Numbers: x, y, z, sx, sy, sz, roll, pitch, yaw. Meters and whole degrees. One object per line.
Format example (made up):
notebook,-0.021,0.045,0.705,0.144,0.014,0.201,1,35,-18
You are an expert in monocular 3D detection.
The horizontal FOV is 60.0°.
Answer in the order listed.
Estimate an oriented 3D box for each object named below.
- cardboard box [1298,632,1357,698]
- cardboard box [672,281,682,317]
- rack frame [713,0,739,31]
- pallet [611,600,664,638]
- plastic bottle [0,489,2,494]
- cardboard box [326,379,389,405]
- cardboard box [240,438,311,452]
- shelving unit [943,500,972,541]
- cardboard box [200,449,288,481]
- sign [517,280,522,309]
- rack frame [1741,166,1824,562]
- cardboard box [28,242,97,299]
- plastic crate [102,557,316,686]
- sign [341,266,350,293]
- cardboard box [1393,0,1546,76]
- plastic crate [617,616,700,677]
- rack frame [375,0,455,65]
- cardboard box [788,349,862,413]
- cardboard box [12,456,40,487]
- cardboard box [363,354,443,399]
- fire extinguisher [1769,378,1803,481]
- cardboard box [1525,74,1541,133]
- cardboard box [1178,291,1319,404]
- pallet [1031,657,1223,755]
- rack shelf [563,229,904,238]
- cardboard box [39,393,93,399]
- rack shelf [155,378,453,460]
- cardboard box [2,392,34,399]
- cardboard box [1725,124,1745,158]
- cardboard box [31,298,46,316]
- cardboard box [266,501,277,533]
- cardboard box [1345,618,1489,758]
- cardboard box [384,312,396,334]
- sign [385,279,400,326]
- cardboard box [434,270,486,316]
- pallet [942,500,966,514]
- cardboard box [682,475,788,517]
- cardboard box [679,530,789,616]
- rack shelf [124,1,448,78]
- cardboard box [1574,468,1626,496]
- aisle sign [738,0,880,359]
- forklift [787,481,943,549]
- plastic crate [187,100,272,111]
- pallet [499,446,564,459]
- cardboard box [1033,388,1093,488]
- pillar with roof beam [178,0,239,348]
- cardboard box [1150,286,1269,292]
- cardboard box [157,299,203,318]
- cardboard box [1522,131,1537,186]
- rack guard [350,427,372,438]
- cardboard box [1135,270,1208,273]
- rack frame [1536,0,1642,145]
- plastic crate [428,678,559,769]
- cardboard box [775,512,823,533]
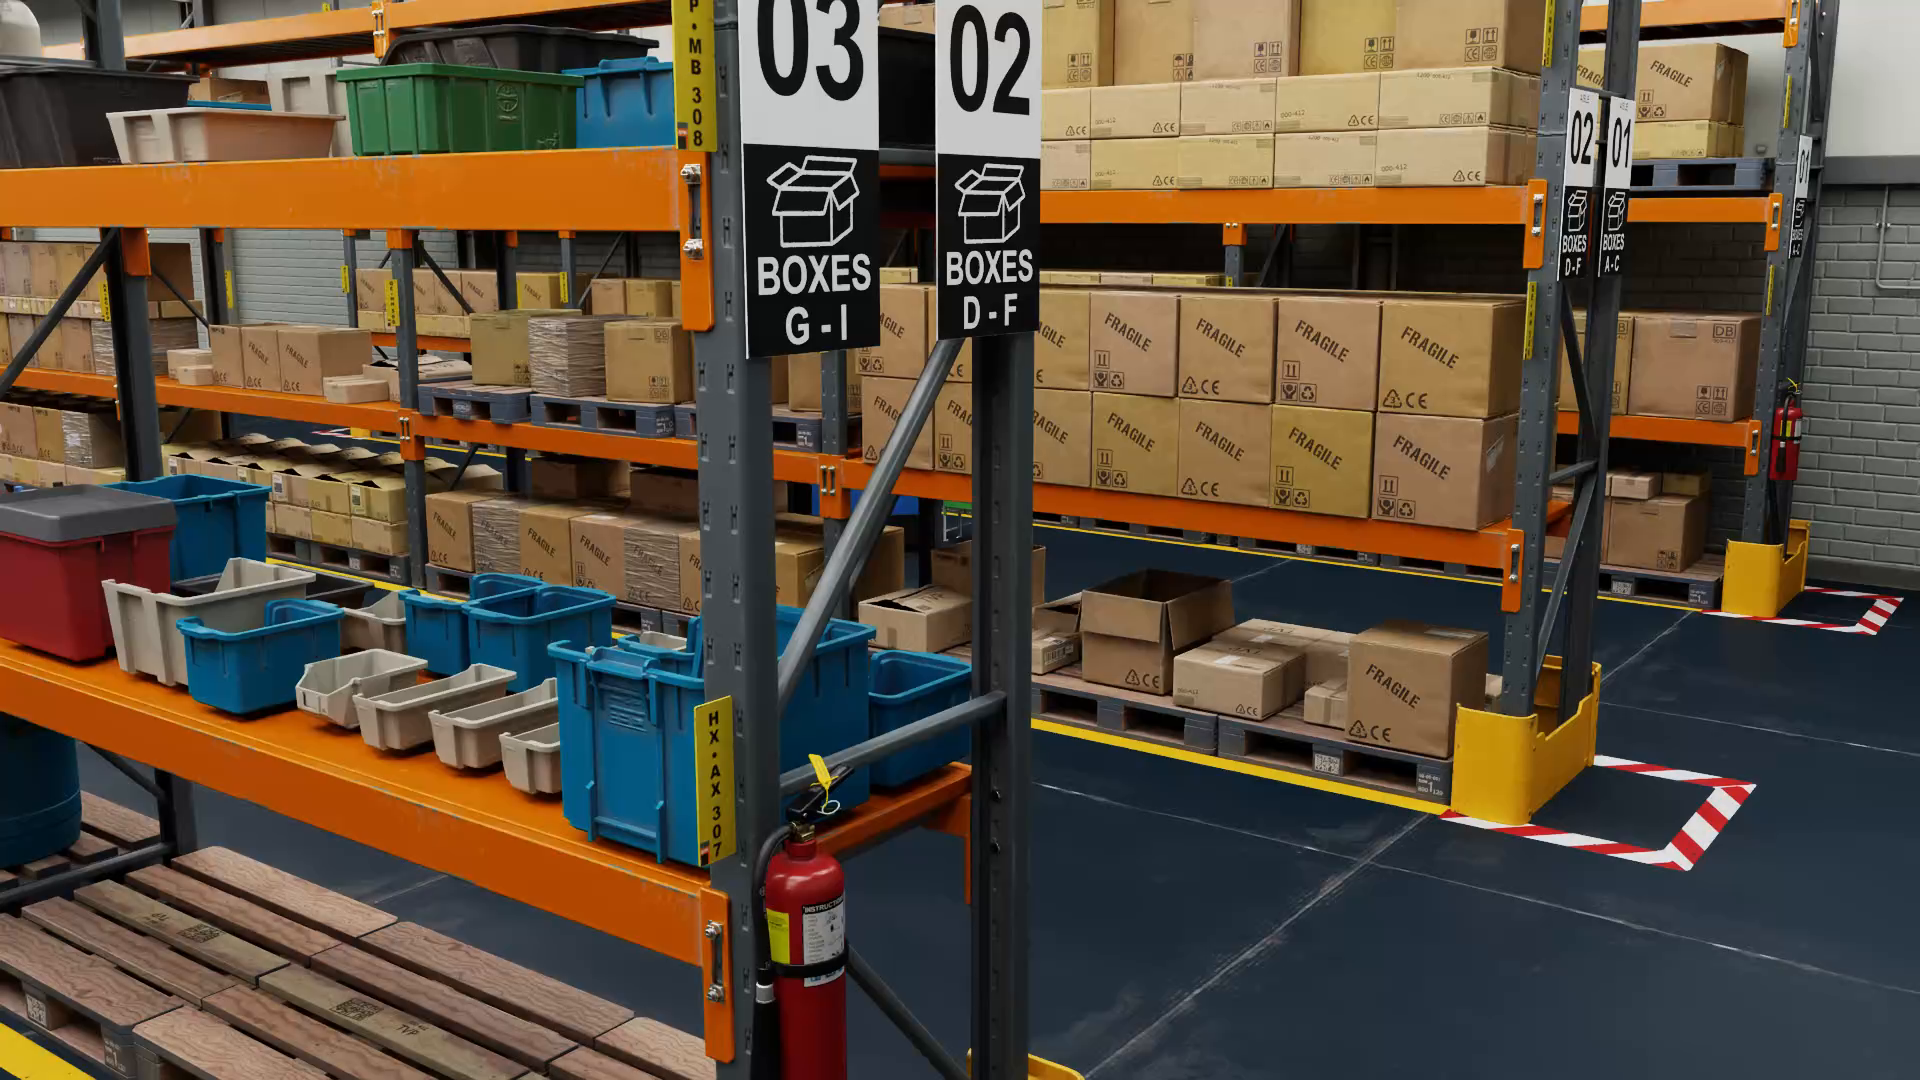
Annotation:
cardboard box,2.095,0.682,8.686,0.500,0.250,0.500,8,13,36
cardboard box,-2.589,-2.468,17.469,0.500,0.500,0.700,10,15,43
rack frame,-0.167,-2.478,3.148,0.127,3.000,1.000,8,13,36
pallet,-2.121,0.406,11.376,1.213,0.211,1.003,8,13,36
plastic bottle,-4.149,-0.132,7.120,0.133,0.283,0.061,8,13,36
cardboard box,-4.568,-1.126,12.612,0.250,0.149,0.380,8,13,36
cardboard box,-5.984,-0.712,14.471,0.500,0.311,0.500,8,14,37
shelving unit,0.133,-0.570,13.820,0.503,1.200,0.258,8,13,36
cardboard box,-5.900,-0.572,13.745,0.500,0.311,0.500,7,13,34
sign,-3.366,-1.804,12.617,0.005,0.325,0.100,8,13,36
rack frame,5.698,-1.050,11.558,0.127,3.000,1.000,8,13,36
cardboard box,-8.076,-2.488,15.313,0.500,0.500,0.700,8,13,36
plastic crate,-2.269,0.246,5.015,0.530,0.282,0.437,8,13,36
sign,-7.520,-3.190,20.344,0.005,0.325,0.100,8,13,36
cardboard box,2.345,-2.359,7.532,0.500,0.500,0.700,8,13,36
plastic crate,-0.701,0.368,4.515,0.300,0.233,0.416,8,13,36
rack frame,-3.680,-4.136,11.715,0.127,3.000,1.000,8,13,36
cardboard box,-0.705,-1.083,10.363,0.500,0.500,0.700,3,11,16
cardboard box,-8.619,-0.683,15.794,0.500,0.250,0.500,8,13,36
cardboard box,-4.286,-1.277,12.966,0.500,0.311,0.500,8,13,35
fire extinguisher,5.546,-0.741,11.147,0.183,0.674,0.296,8,13,36
cardboard box,2.508,-2.033,7.822,0.500,0.250,0.500,8,13,36
cardboard box,1.419,-0.953,8.162,0.500,0.500,0.500,8,14,37
pallet,1.085,0.843,9.116,1.213,0.211,1.003,8,13,36
rack shelf,-2.362,-3.293,17.152,4.000,0.370,1.077,8,13,36
cardboard box,-8.705,-1.189,16.438,0.500,0.500,0.500,8,13,36
rack shelf,-5.292,-1.062,13.515,4.000,0.370,1.077,8,13,36
cardboard box,-9.423,-1.164,16.307,0.500,0.500,0.500,8,13,36
cardboard box,5.254,-2.823,11.856,0.500,0.250,0.500,9,14,38
cardboard box,-8.272,-2.148,15.265,0.250,0.149,0.380,8,14,37
cardboard box,-5.485,-0.240,13.506,0.500,0.250,0.500,8,14,37
cardboard box,2.184,0.697,7.952,0.500,0.500,0.500,8,13,36
cardboard box,-6.566,-2.625,20.043,0.500,0.250,0.500,7,13,34
sign,-4.005,-1.673,11.733,0.005,0.325,0.100,8,13,36
cardboard box,-5.763,-2.881,19.391,0.500,0.500,0.500,8,14,37
pallet,-0.160,-0.480,15.954,1.213,0.211,1.003,8,13,36
cardboard box,-1.507,-0.302,11.139,0.500,0.250,0.500,8,14,36
cardboard box,-1.416,0.202,10.509,0.500,0.500,0.500,8,14,36
rack shelf,-5.292,-3.811,12.983,4.000,0.370,1.077,8,13,36
cardboard box,4.656,-0.425,12.099,0.250,0.149,0.380,8,14,37
aisle sign,-0.282,-0.756,3.197,0.004,0.787,0.394,8,13,36
forklift,-1.686,-1.420,13.655,3.031,2.935,1.130,-1,11,-4
plastic crate,-2.468,-1.320,5.497,0.300,0.233,0.416,8,13,36
pallet,-4.537,-1.100,19.158,1.213,0.211,1.003,8,13,36
cardboard box,0.610,-0.577,8.851,0.500,0.500,0.500,8,13,35
pillar with roof beam,-13.506,-5.863,20.644,0.400,9.000,9.100,8,13,36
cardboard box,1.331,-1.093,8.884,0.500,0.500,0.500,8,13,35
cardboard box,-7.006,-2.067,14.847,0.250,0.149,0.380,8,13,35
cardboard box,2.505,-1.786,7.864,0.500,0.250,0.500,8,13,36
rack guard,-7.137,-1.613,21.049,0.348,0.500,1.175,8,13,36
cardboard box,1.831,-2.222,14.543,0.500,0.250,0.500,8,14,36
rack frame,2.768,-3.236,7.066,0.127,3.000,1.000,8,13,36
plastic crate,-1.156,0.468,4.248,0.243,0.136,0.396,8,13,36
cardboard box,-1.138,0.121,10.931,0.500,0.500,0.500,8,14,36
